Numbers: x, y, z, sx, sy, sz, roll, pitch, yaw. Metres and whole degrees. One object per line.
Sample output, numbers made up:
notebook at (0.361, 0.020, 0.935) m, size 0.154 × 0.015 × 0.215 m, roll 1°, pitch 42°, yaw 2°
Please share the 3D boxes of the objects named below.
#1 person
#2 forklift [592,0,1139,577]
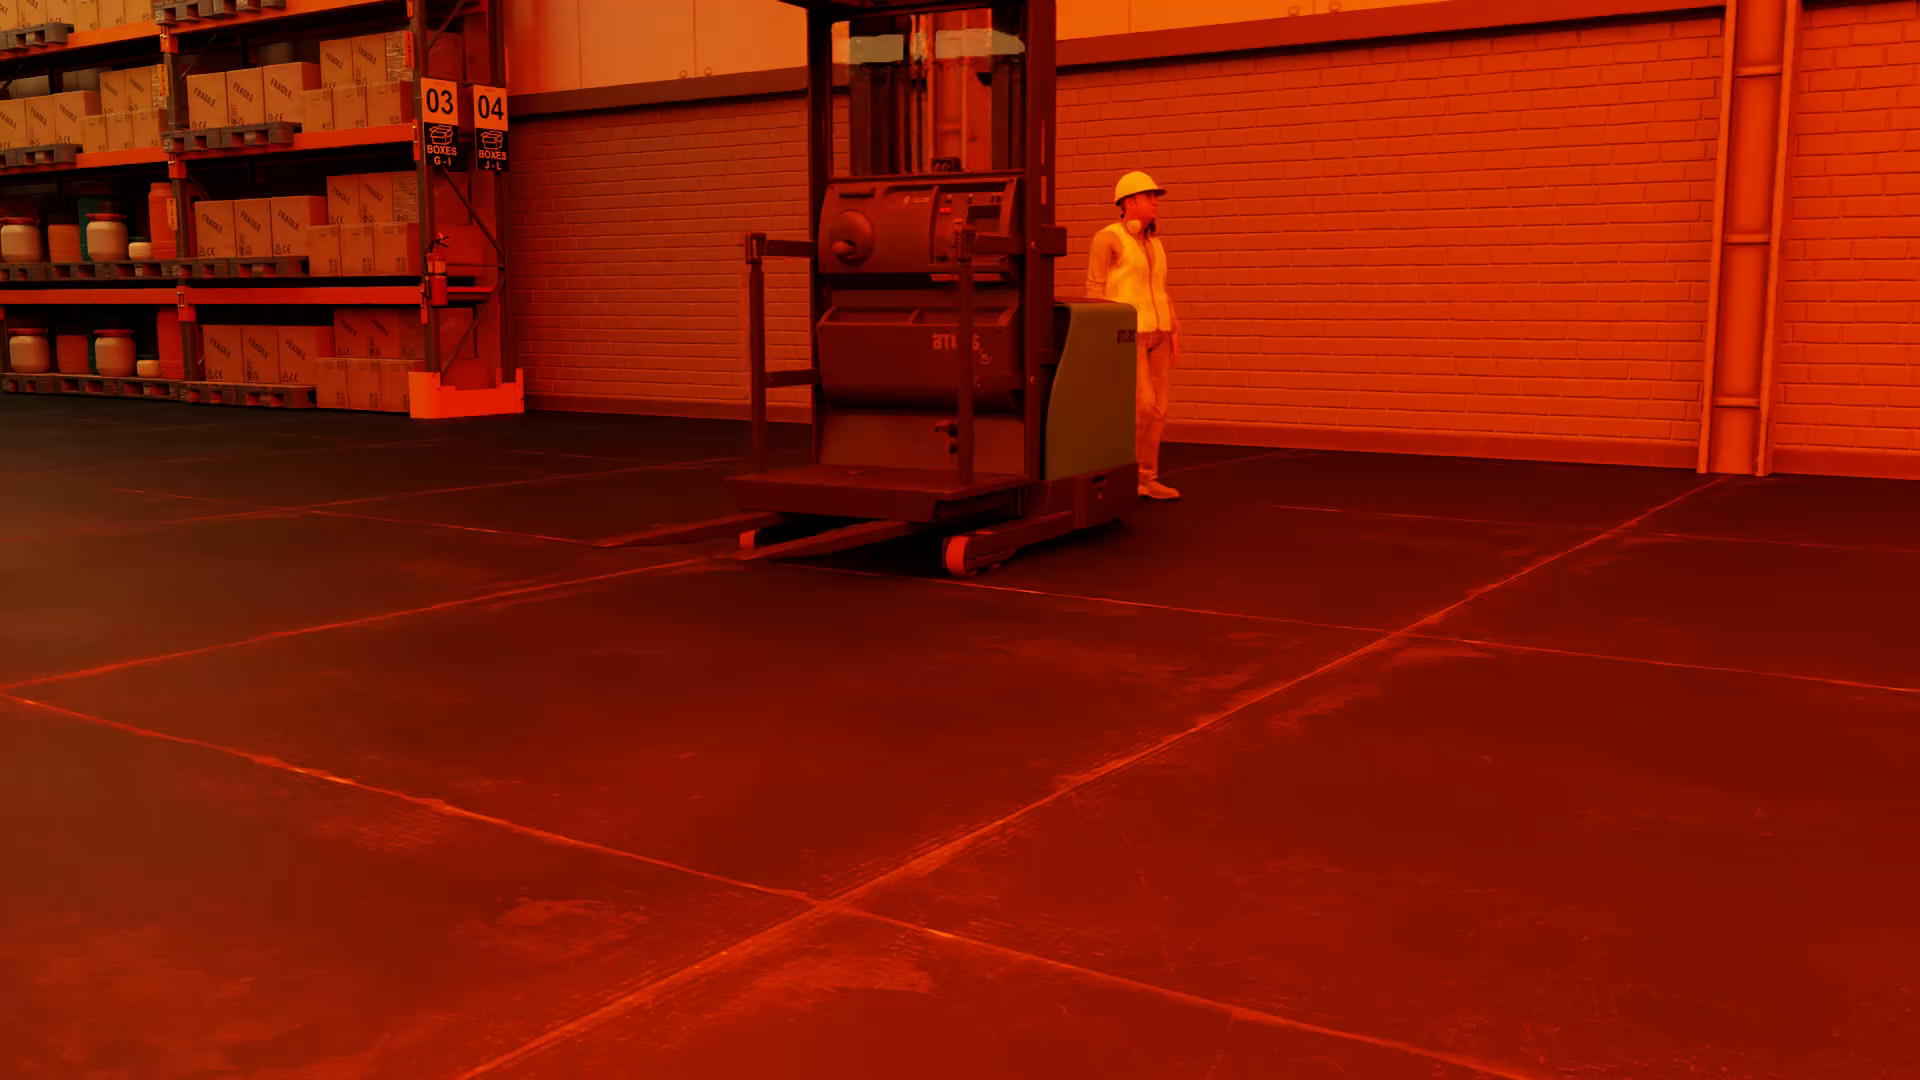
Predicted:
person at (0.998, -1.105, 9.056) m, size 0.643 × 1.779 × 0.520 m, roll -8°, pitch 11°, yaw -43°
forklift at (-0.286, -1.375, 6.861) m, size 1.130 × 2.935 × 3.031 m, roll 4°, pitch 9°, yaw 28°
